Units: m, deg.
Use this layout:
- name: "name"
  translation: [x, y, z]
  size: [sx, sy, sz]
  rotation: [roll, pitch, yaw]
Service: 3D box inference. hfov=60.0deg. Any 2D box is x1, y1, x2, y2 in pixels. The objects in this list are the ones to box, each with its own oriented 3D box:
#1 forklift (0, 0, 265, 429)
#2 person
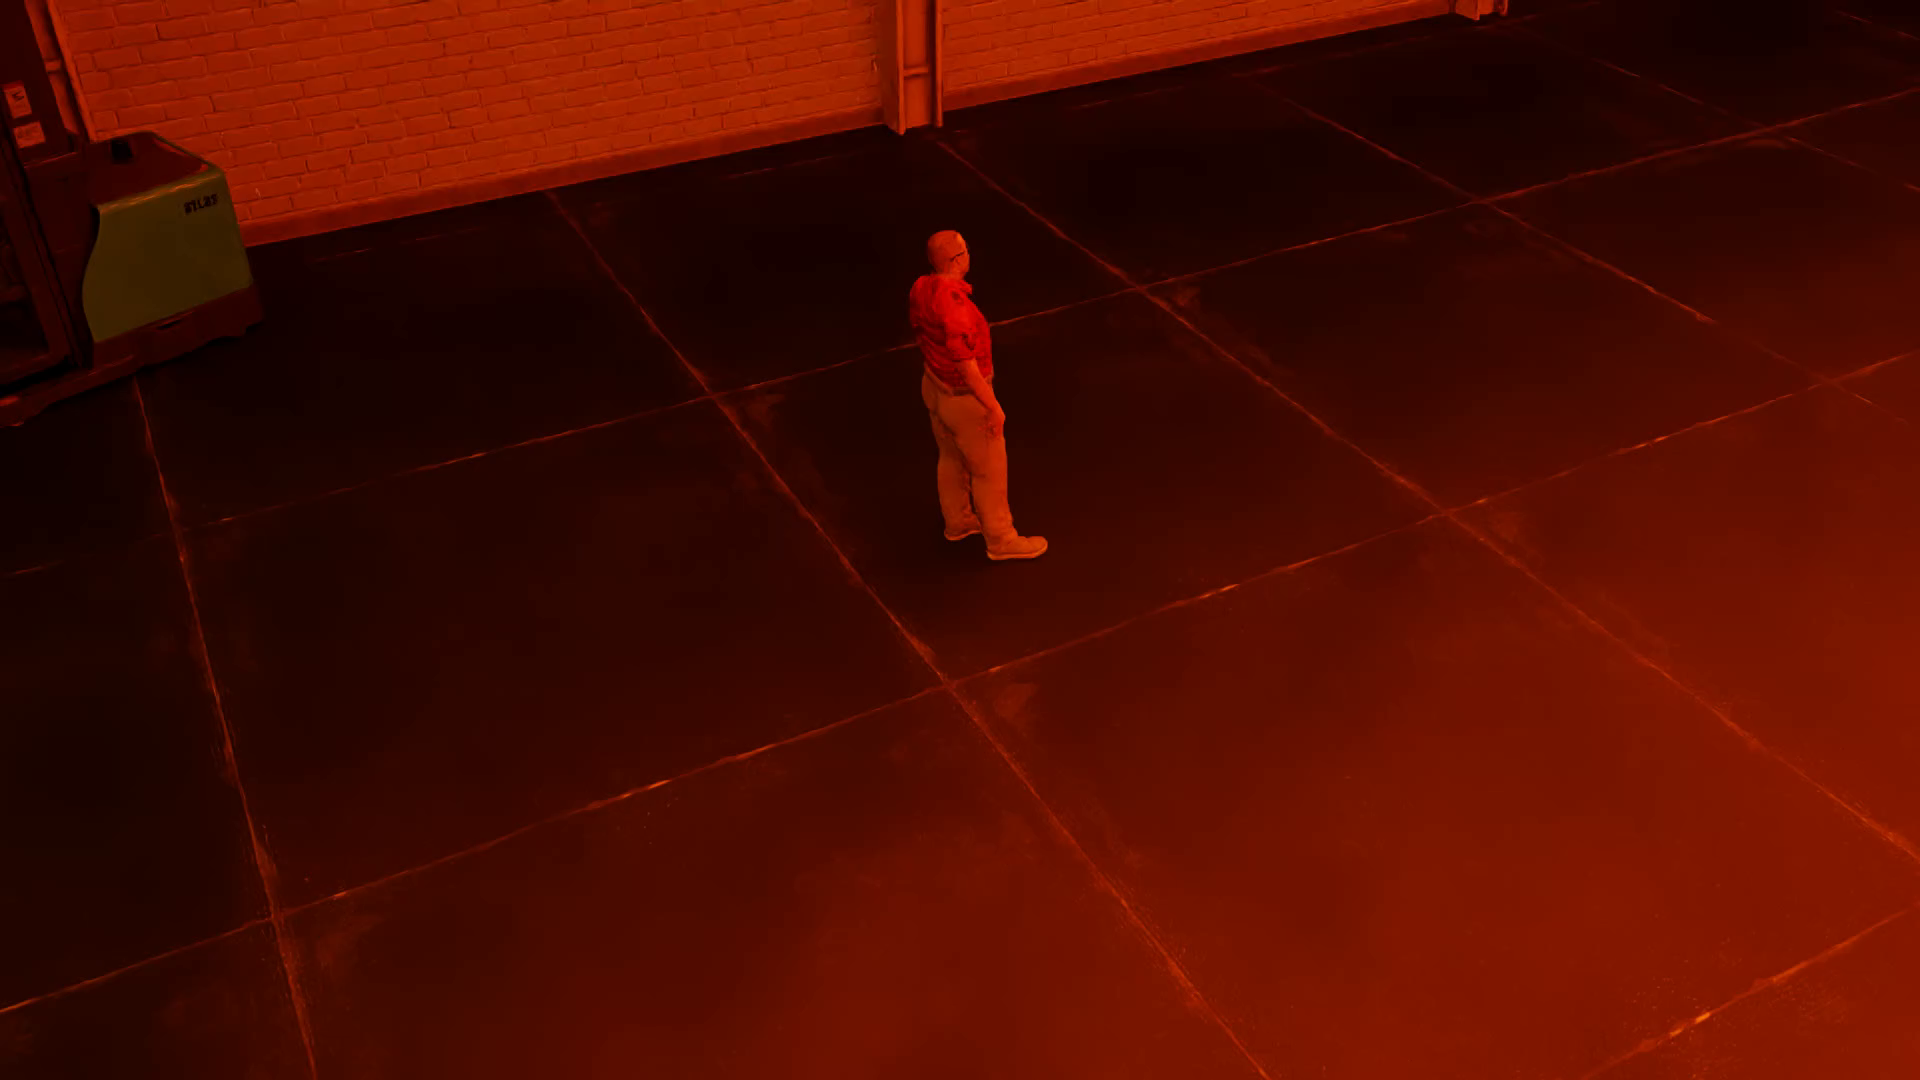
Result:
- name: "forklift"
  translation: [-5.761, -2.102, 9.096]
  size: [1.130, 2.935, 3.031]
  rotation: [27, 44, 33]
- name: "person"
  translation: [0.085, -0.730, 8.185]
  size: [0.550, 1.727, 0.640]
  rotation: [-17, 39, -23]
